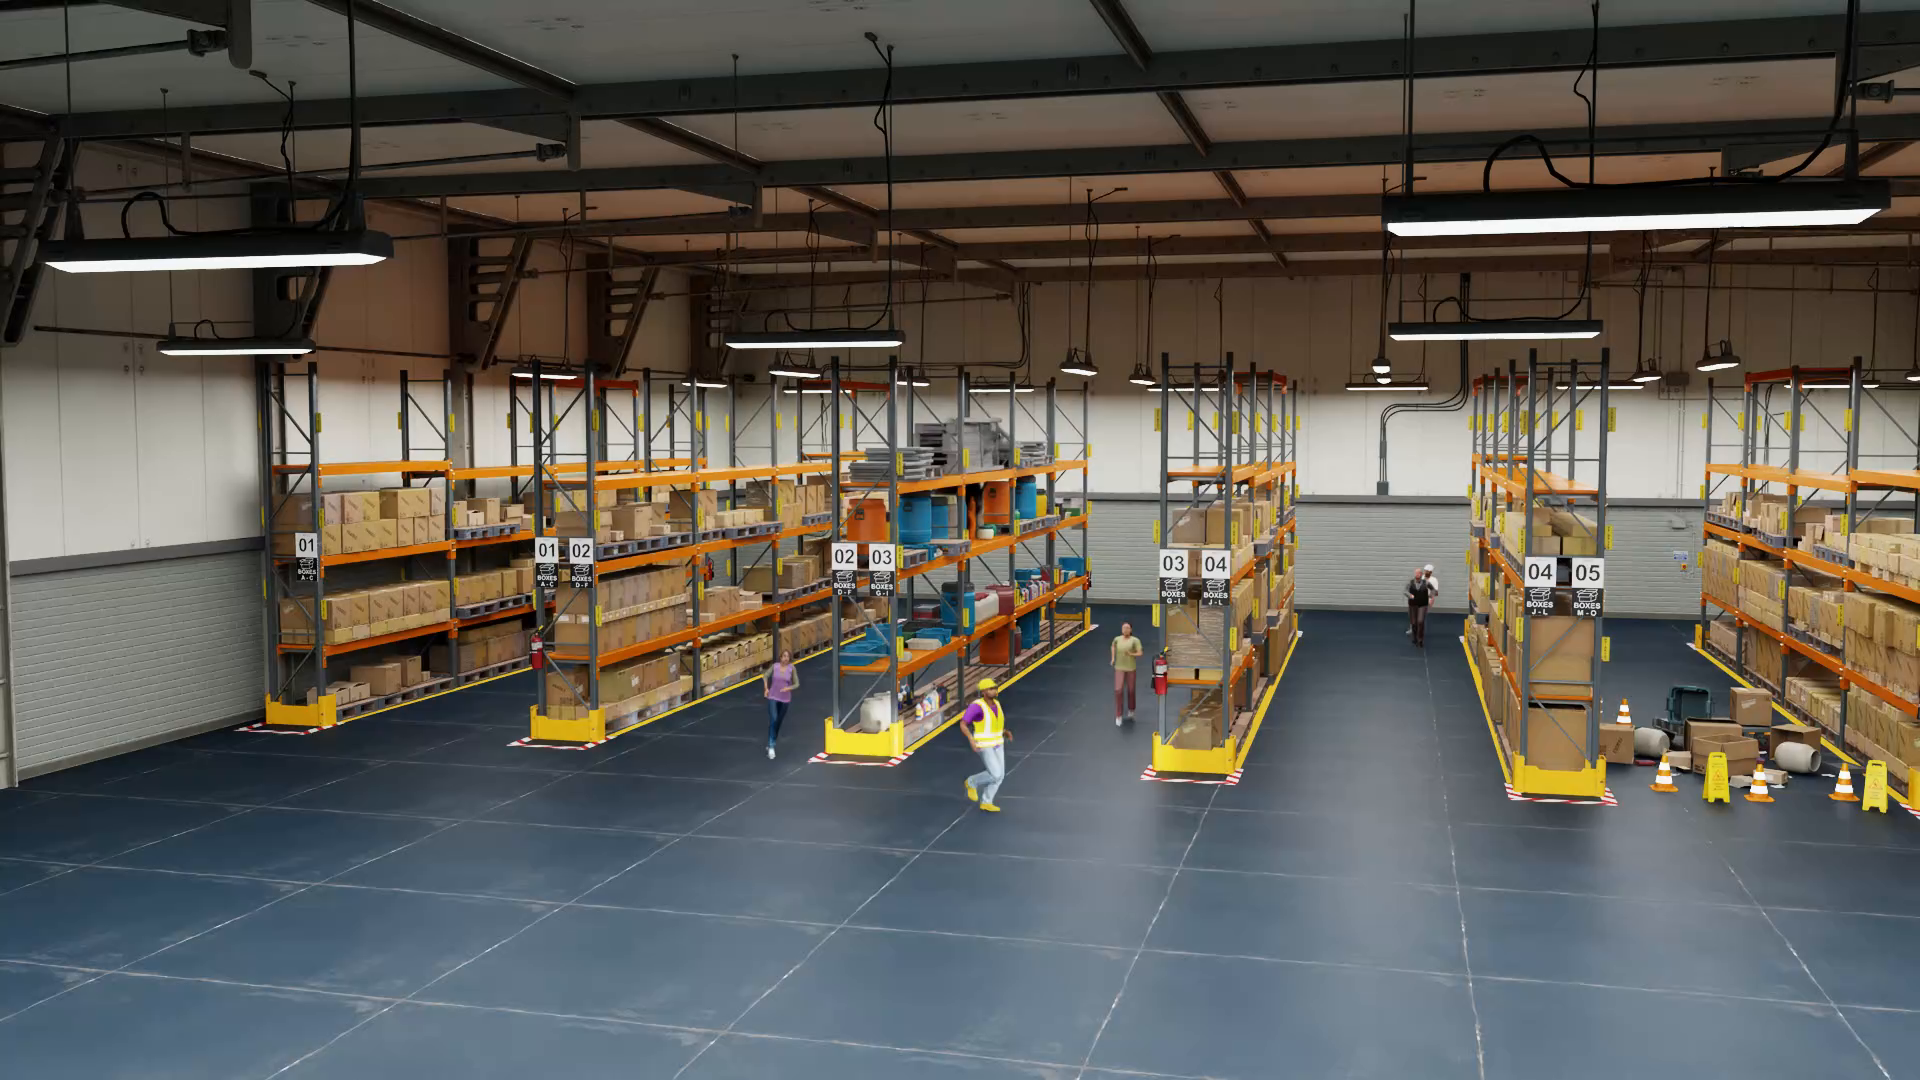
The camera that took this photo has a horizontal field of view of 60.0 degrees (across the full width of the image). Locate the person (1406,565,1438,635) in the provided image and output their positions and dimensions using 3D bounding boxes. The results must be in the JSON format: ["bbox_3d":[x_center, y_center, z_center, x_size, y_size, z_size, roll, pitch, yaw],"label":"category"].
[{"bbox_3d":[10.885,1.419,39.074,0.550,1.718,0.854,-2,5,-30],"label":"person"}]

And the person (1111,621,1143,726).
[{"bbox_3d":[2.779,2.199,27.779,0.554,1.710,0.840,1,4,12],"label":"person"}]

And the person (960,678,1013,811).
[{"bbox_3d":[0.366,2.638,21.443,0.583,1.718,0.707,4,5,42],"label":"person"}]

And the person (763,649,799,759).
[{"bbox_3d":[-2.702,2.447,25.153,0.525,1.617,0.701,-1,4,-15],"label":"person"}]

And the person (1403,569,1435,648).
[{"bbox_3d":[10.270,1.538,37.253,0.670,1.802,0.757,2,4,25],"label":"person"}]
